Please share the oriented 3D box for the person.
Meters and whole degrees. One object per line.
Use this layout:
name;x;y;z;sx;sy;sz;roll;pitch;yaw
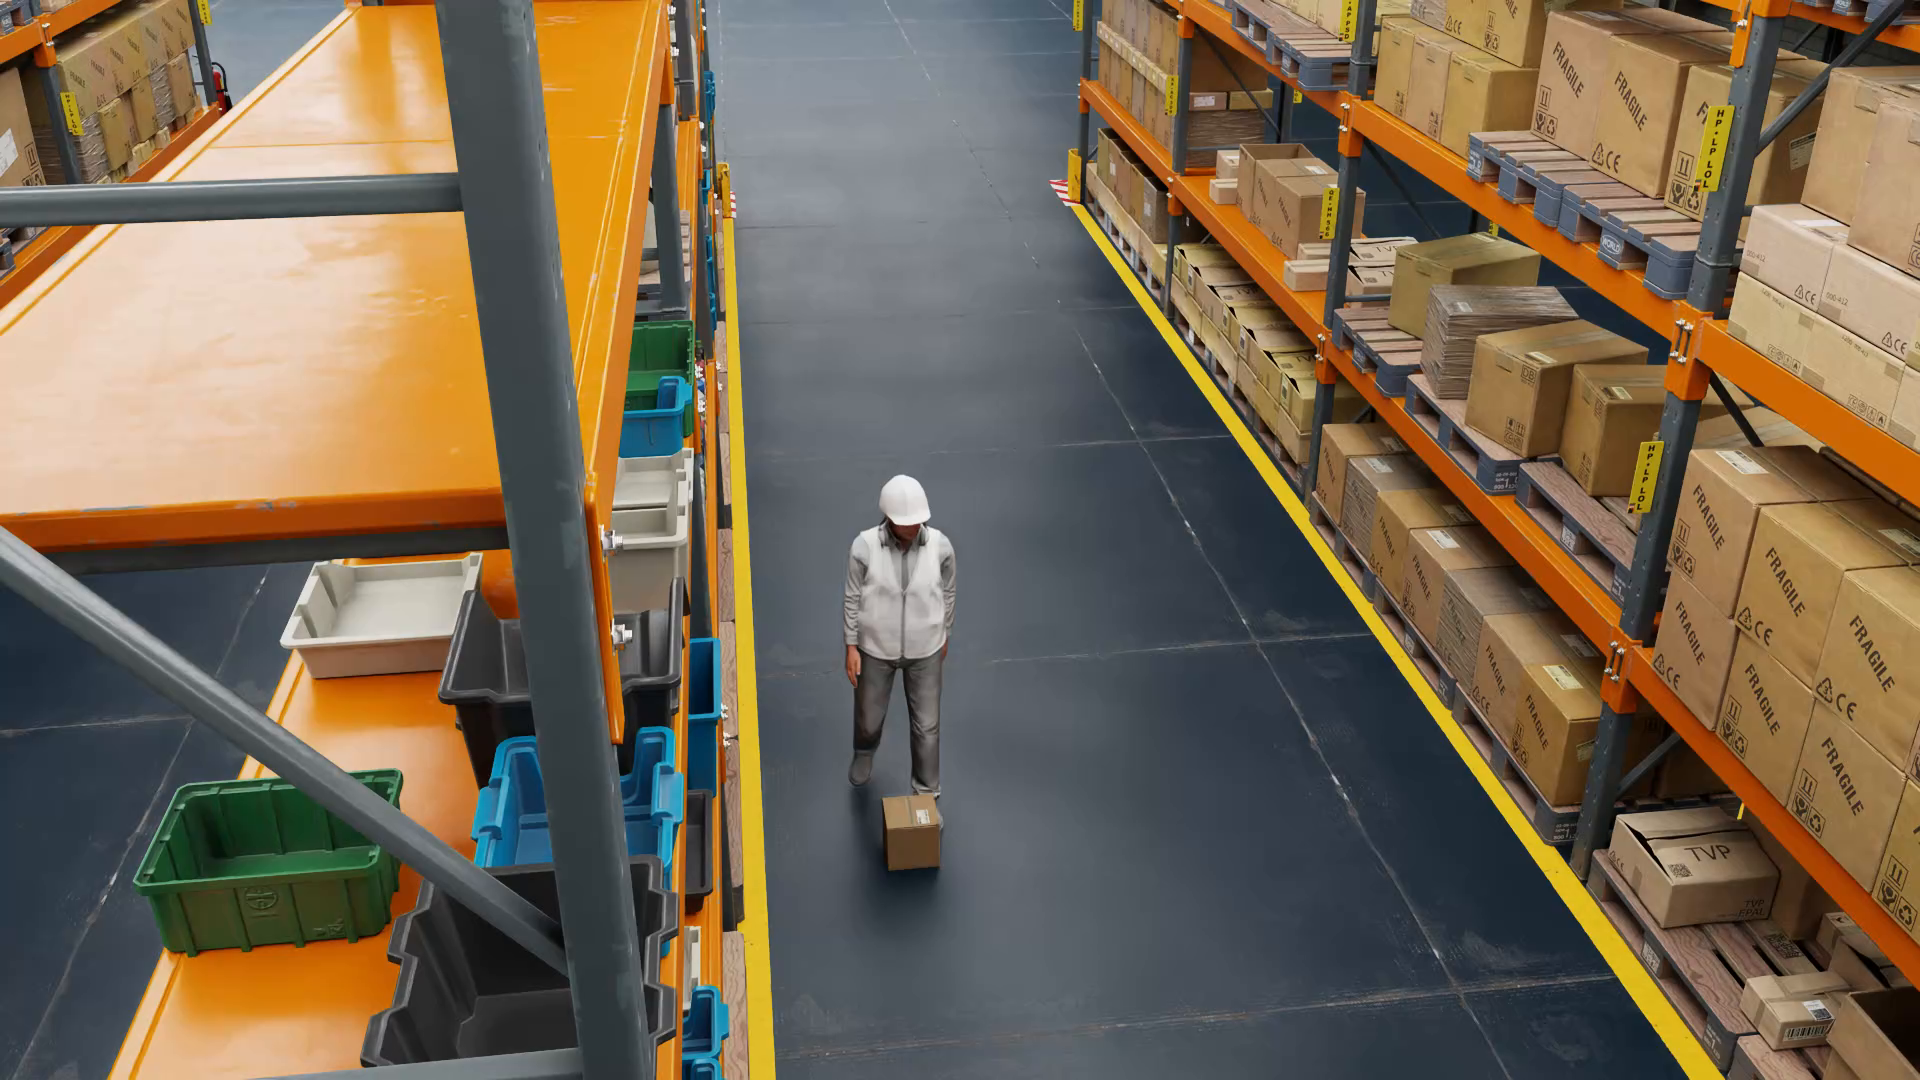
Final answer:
person;-0.282;0.524;8.031;0.555;1.767;0.683;-3;27;-7
